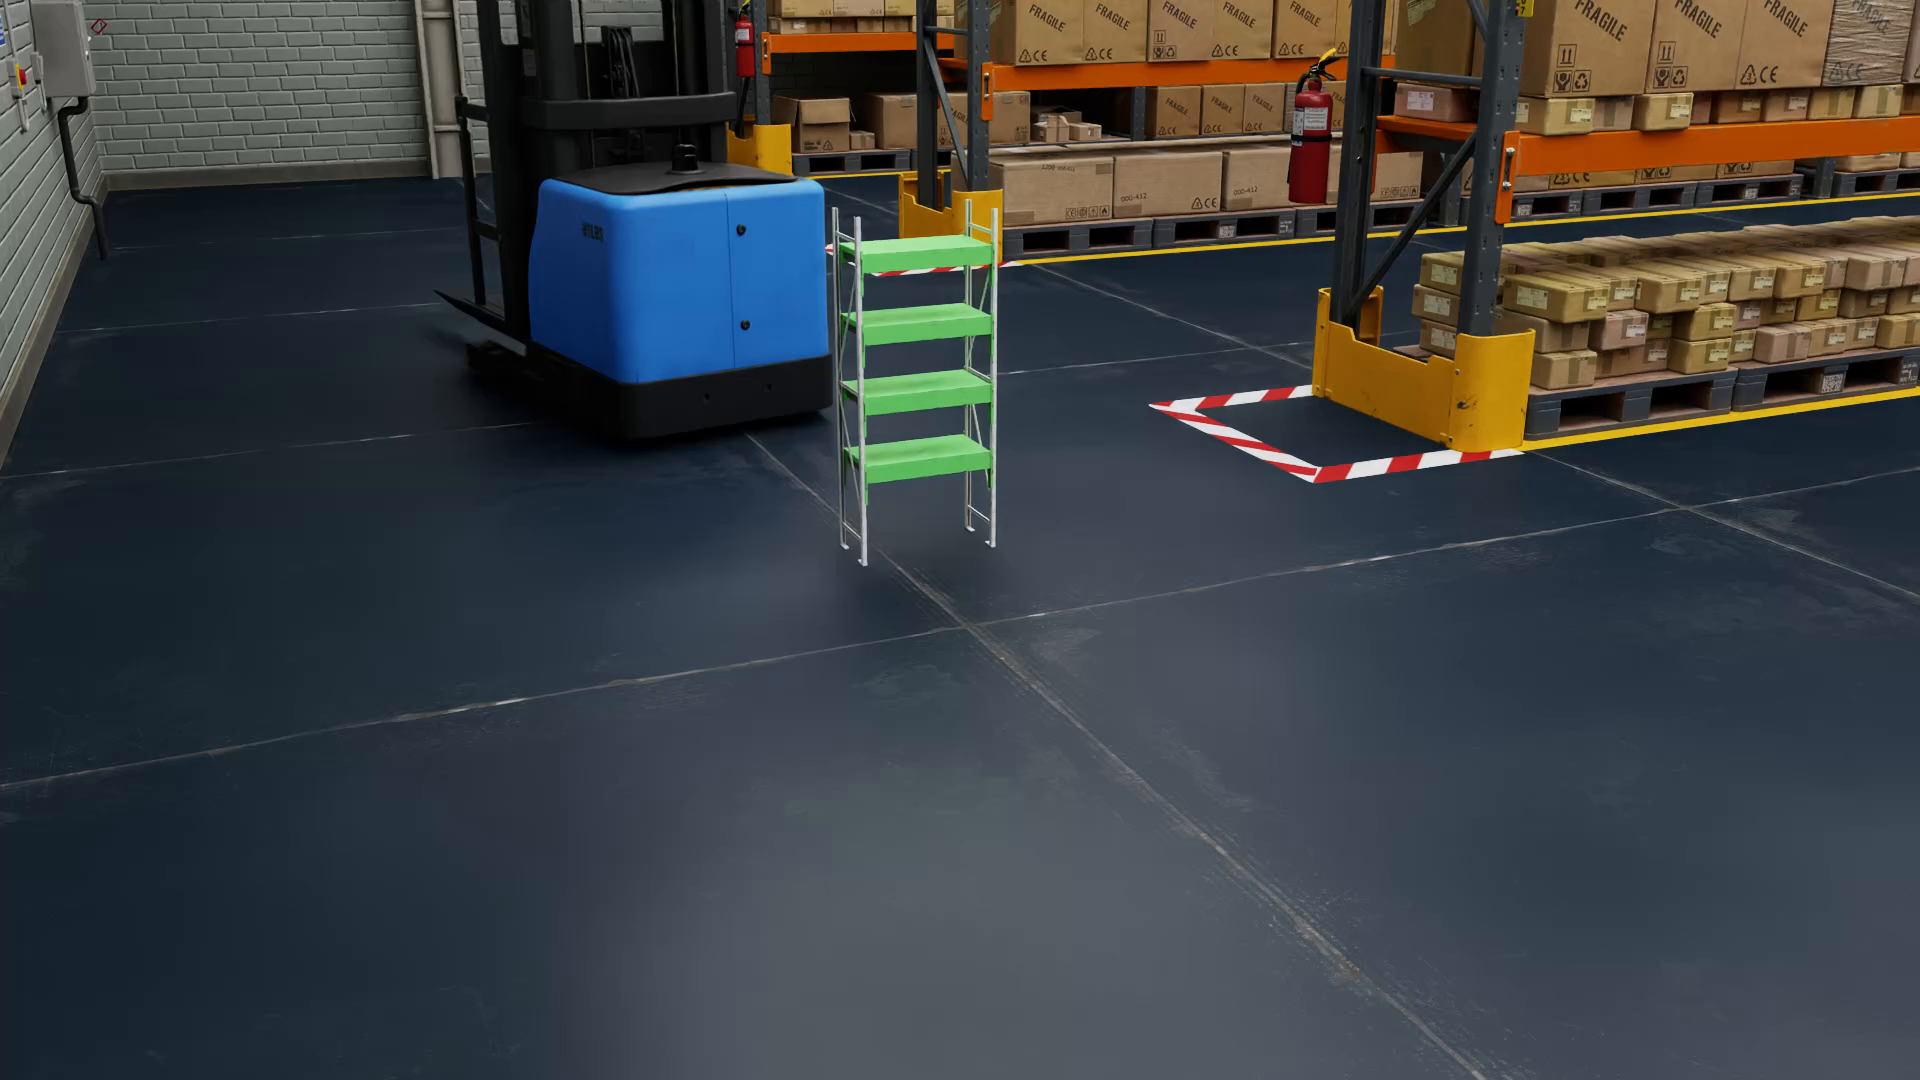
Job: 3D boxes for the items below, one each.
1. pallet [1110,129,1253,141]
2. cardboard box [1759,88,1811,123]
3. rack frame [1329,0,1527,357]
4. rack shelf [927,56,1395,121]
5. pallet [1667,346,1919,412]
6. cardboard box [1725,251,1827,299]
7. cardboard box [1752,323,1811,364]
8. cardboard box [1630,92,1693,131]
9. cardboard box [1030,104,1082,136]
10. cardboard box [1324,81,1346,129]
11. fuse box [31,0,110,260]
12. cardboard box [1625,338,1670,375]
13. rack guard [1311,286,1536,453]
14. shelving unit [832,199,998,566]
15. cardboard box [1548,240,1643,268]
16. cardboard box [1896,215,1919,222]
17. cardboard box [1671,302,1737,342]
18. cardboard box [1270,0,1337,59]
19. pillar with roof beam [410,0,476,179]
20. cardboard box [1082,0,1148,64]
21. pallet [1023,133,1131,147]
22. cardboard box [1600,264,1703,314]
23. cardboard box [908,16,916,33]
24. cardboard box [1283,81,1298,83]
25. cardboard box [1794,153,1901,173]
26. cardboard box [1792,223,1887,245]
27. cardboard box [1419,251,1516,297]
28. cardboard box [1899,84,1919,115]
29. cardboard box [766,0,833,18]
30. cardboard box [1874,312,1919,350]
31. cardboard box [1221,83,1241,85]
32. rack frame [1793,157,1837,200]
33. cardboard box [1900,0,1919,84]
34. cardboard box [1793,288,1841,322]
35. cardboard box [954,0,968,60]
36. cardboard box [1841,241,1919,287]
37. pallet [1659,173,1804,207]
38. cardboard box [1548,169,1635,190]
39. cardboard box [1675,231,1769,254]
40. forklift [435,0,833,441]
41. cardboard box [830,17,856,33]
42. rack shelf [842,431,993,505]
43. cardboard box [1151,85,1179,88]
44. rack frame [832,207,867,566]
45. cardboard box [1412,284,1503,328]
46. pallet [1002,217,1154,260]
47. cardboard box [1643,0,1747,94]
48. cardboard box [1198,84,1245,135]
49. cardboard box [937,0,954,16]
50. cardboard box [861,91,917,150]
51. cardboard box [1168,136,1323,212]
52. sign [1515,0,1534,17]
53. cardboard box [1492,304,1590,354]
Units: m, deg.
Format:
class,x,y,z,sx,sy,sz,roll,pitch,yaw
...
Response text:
class,x,y,z,sx,sy,sz,roll,pitch,yaw
pallet,2.378,-4.306,17.934,1.213,0.211,1.003,-8,21,-22
cardboard box,3.590,-1.984,7.520,0.250,0.149,0.380,-9,21,-23
rack frame,1.997,-1.967,7.092,0.127,3.000,1.000,-8,21,-22
rack shelf,1.780,-3.387,12.209,4.000,0.370,1.077,-8,21,-22
pallet,3.945,-0.917,8.309,1.213,0.211,1.003,-8,21,-22
cardboard box,3.813,-1.246,7.808,0.250,0.149,0.380,-8,21,-21
cardboard box,3.776,-0.955,7.878,0.250,0.149,0.380,-9,21,-25
cardboard box,2.909,-1.857,7.156,0.250,0.149,0.380,-9,21,-23
cardboard box,0.946,-4.418,17.469,0.500,0.311,0.500,-7,21,-20
cardboard box,4.073,-4.795,18.254,0.500,0.500,0.500,-7,21,-20
fuse box,-5.923,-2.767,11.303,0.414,1.711,0.539,-8,21,-22
cardboard box,3.038,-0.886,7.682,0.250,0.149,0.380,-8,21,-21
rack guard,2.066,-0.798,7.536,0.348,0.500,1.175,-8,21,-22
shelving unit,-0.152,-0.544,5.761,0.503,1.200,0.258,-8,21,-22
cardboard box,3.086,-1.351,8.107,0.250,0.149,0.380,-9,21,-24
cardboard box,5.271,-1.645,8.943,0.250,0.149,0.380,-7,21,-20
cardboard box,3.321,-1.030,7.644,0.250,0.149,0.380,-7,21,-20
cardboard box,2.365,-3.758,12.028,0.500,0.500,0.500,-8,21,-23
pillar with roof beam,-3.154,-6.414,10.688,0.400,9.000,9.100,-8,21,-22
cardboard box,0.951,-3.561,11.469,0.500,0.500,0.500,-8,21,-23
pallet,1.015,-4.097,17.341,1.213,0.211,1.003,-8,21,-22
cardboard box,3.100,-1.134,7.489,0.250,0.149,0.380,-8,21,-22
cardboard box,-0.413,-4.972,16.005,0.250,0.149,0.380,-9,21,-23
cardboard box,3.492,-5.029,17.943,0.250,0.149,0.380,-8,21,-22
cardboard box,7.811,-3.546,14.900,0.625,0.372,0.950,-10,22,-26
cardboard box,4.552,-1.538,8.637,0.250,0.149,0.380,-9,21,-23
cardboard box,2.382,-1.248,7.815,0.250,0.149,0.380,-8,21,-21
cardboard box,4.299,-2.093,7.829,0.250,0.149,0.380,-8,21,-23
cardboard box,-1.503,-5.024,15.551,0.500,0.250,0.500,-8,21,-22
cardboard box,4.494,-1.055,8.162,0.250,0.149,0.380,-8,21,-22
cardboard box,2.782,-4.931,17.666,0.250,0.149,0.380,-9,21,-23
rack frame,7.289,-4.516,14.331,0.127,3.000,1.000,-8,21,-22
cardboard box,4.403,-2.398,7.718,0.500,0.500,0.500,-8,21,-22
cardboard box,4.012,-1.175,8.055,0.250,0.149,0.380,-7,21,-19
cardboard box,0.281,-3.655,11.735,0.500,0.500,0.500,-8,21,-22
cardboard box,4.520,-1.346,8.094,0.250,0.149,0.380,-9,21,-25
pallet,6.535,-3.120,14.565,1.213,0.211,1.003,-8,21,-22
cardboard box,4.980,-3.413,13.765,0.875,0.875,0.875,-8,21,-20
cardboard box,3.826,-1.447,8.381,0.250,0.149,0.380,-8,21,-22
forklift,-1.825,-2.237,7.963,1.130,2.935,3.031,-13,23,-32
cardboard box,-1.173,-4.910,15.830,0.250,0.149,0.380,-8,21,-23
rack shelf,-0.152,-0.258,5.862,0.480,0.148,0.258,-8,21,-22
cardboard box,2.081,-4.794,17.275,0.250,0.149,0.380,-7,21,-19
rack frame,-0.376,-0.512,5.670,0.015,1.200,0.240,-8,21,-22
cardboard box,2.368,-1.117,7.891,0.250,0.149,0.380,-9,21,-23
pallet,0.646,-2.277,12.172,1.213,0.211,1.003,-8,21,-22
cardboard box,3.000,-2.208,7.177,0.500,0.500,0.500,-8,21,-22
cardboard box,2.665,-4.590,17.673,0.500,0.500,0.500,-8,21,-23
cardboard box,-0.115,-5.232,16.141,0.500,0.250,0.500,-9,21,-23
cardboard box,-0.627,-4.148,16.417,0.500,0.500,0.700,-7,21,-20
cardboard box,2.175,-2.811,12.715,0.875,0.438,0.875,-9,21,-24
sign,2.212,-2.210,6.479,0.005,0.325,0.100,-8,21,-22
cardboard box,2.579,-0.951,7.420,0.250,0.149,0.380,-7,21,-20
